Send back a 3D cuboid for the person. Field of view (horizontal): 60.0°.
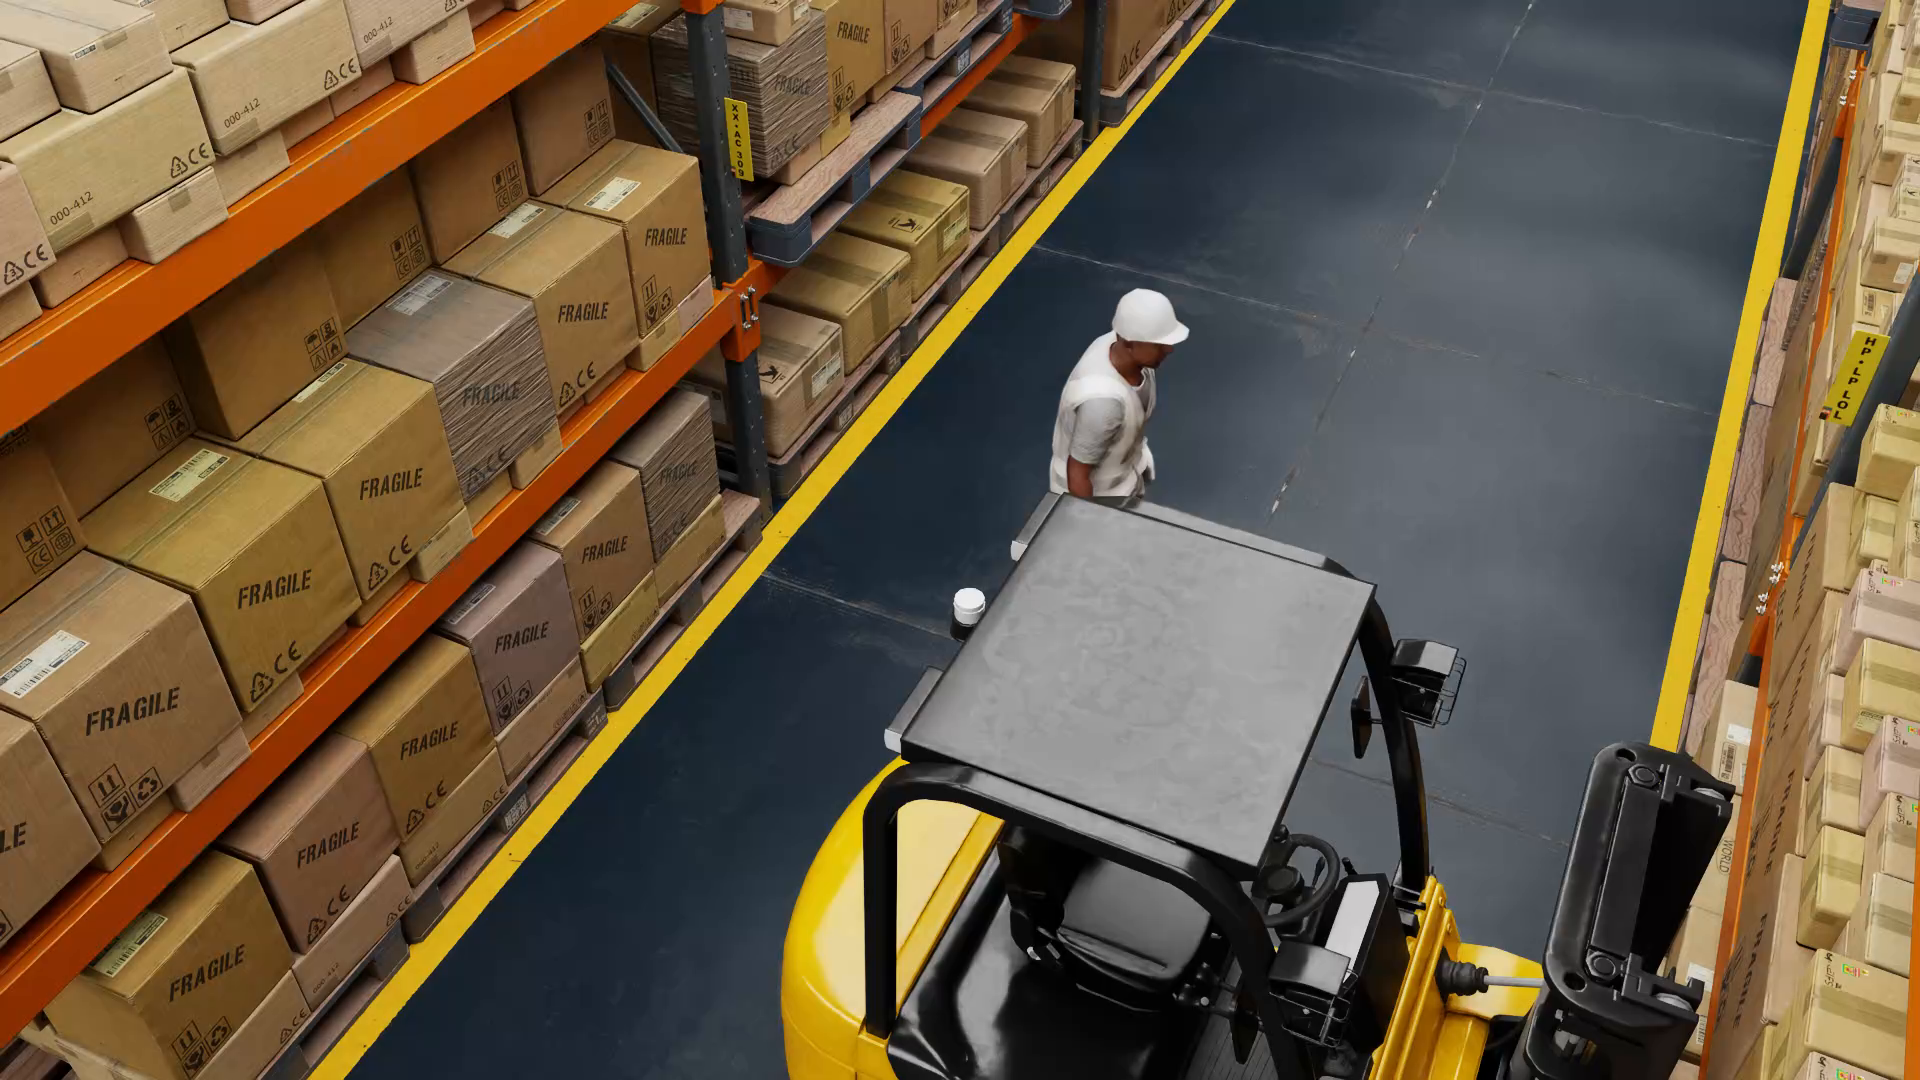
[{"bbox_3d":[0.582,-0.196,6.372,0.449,1.774,0.616,17,44,18],"label":"person"}]
